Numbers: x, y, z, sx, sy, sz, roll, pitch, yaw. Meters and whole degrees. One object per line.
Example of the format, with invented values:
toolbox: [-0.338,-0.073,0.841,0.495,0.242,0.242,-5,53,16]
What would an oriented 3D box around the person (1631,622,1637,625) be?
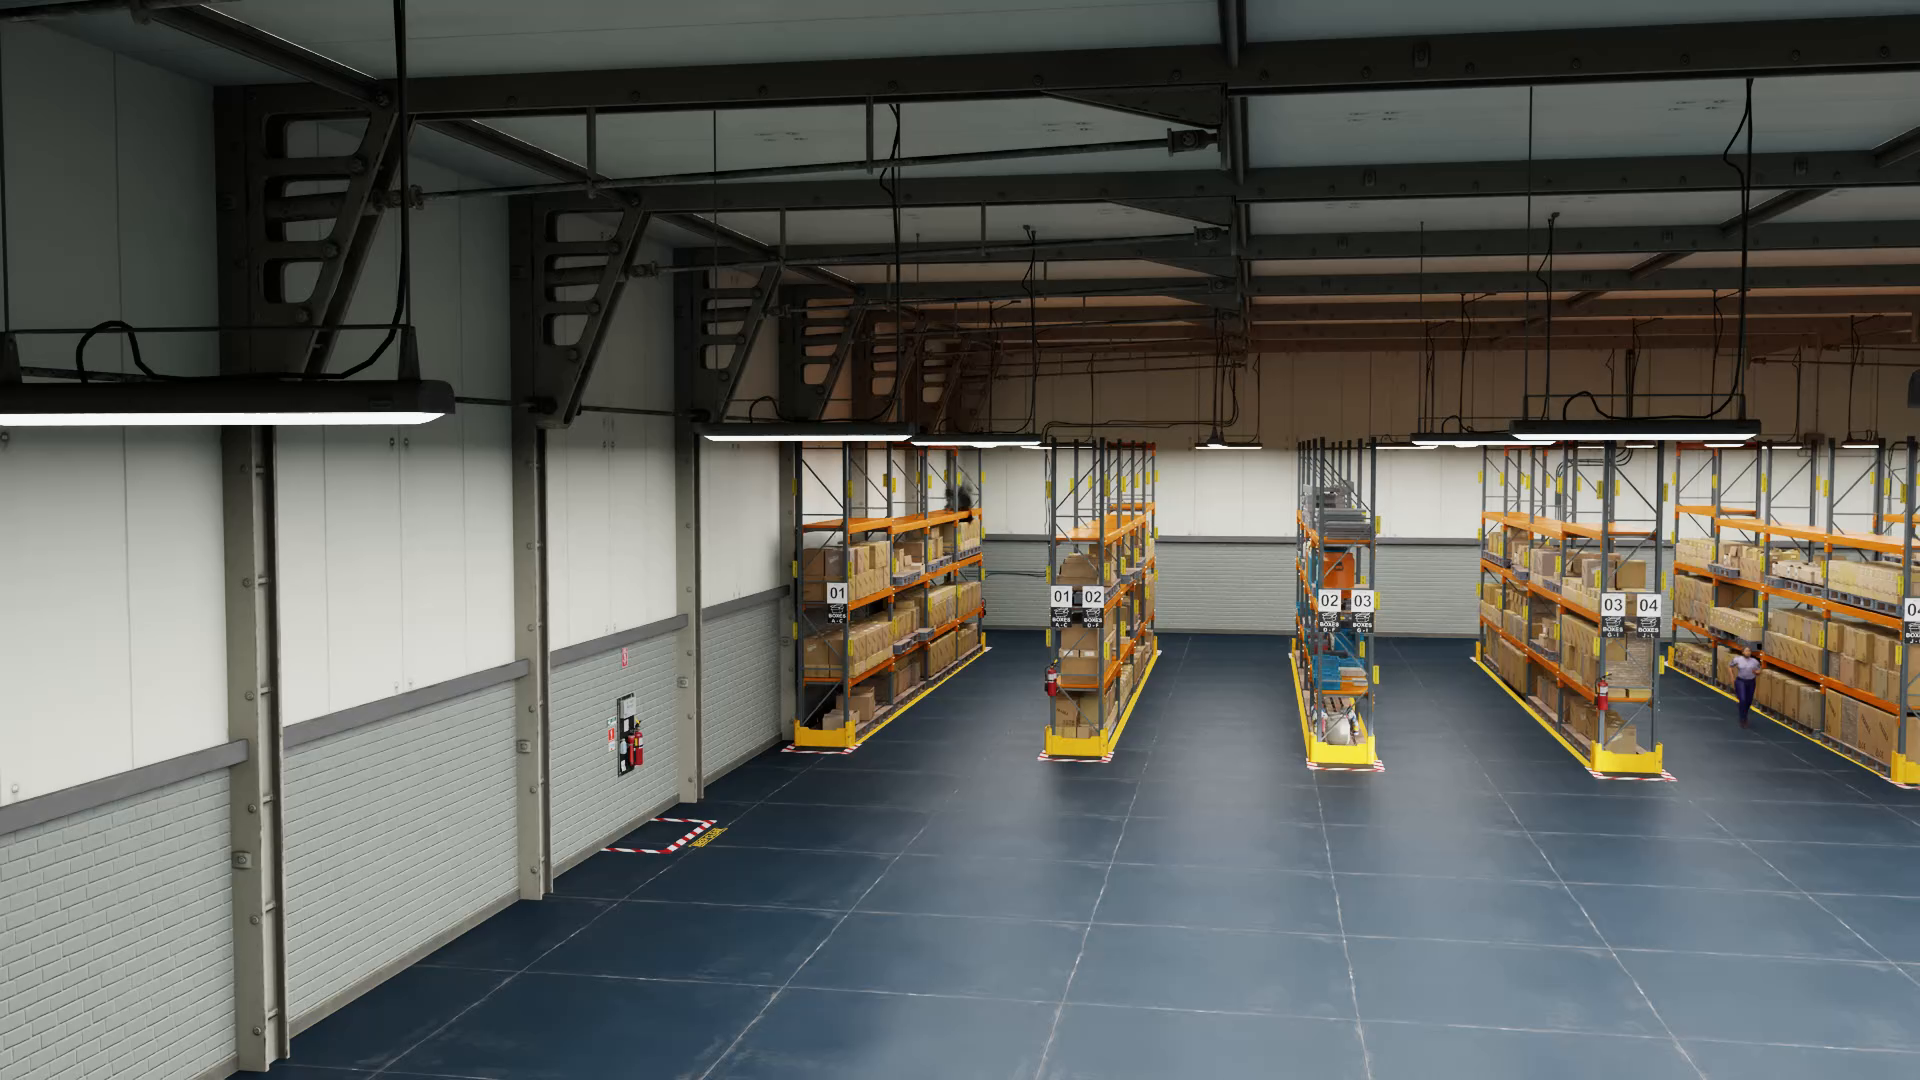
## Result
person: [17.488,2.555,42.798,0.726,1.769,0.994,1,3,11]

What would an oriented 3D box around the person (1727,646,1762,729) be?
person: [16.412,3.054,34.748,0.587,1.693,0.819,0,3,5]
